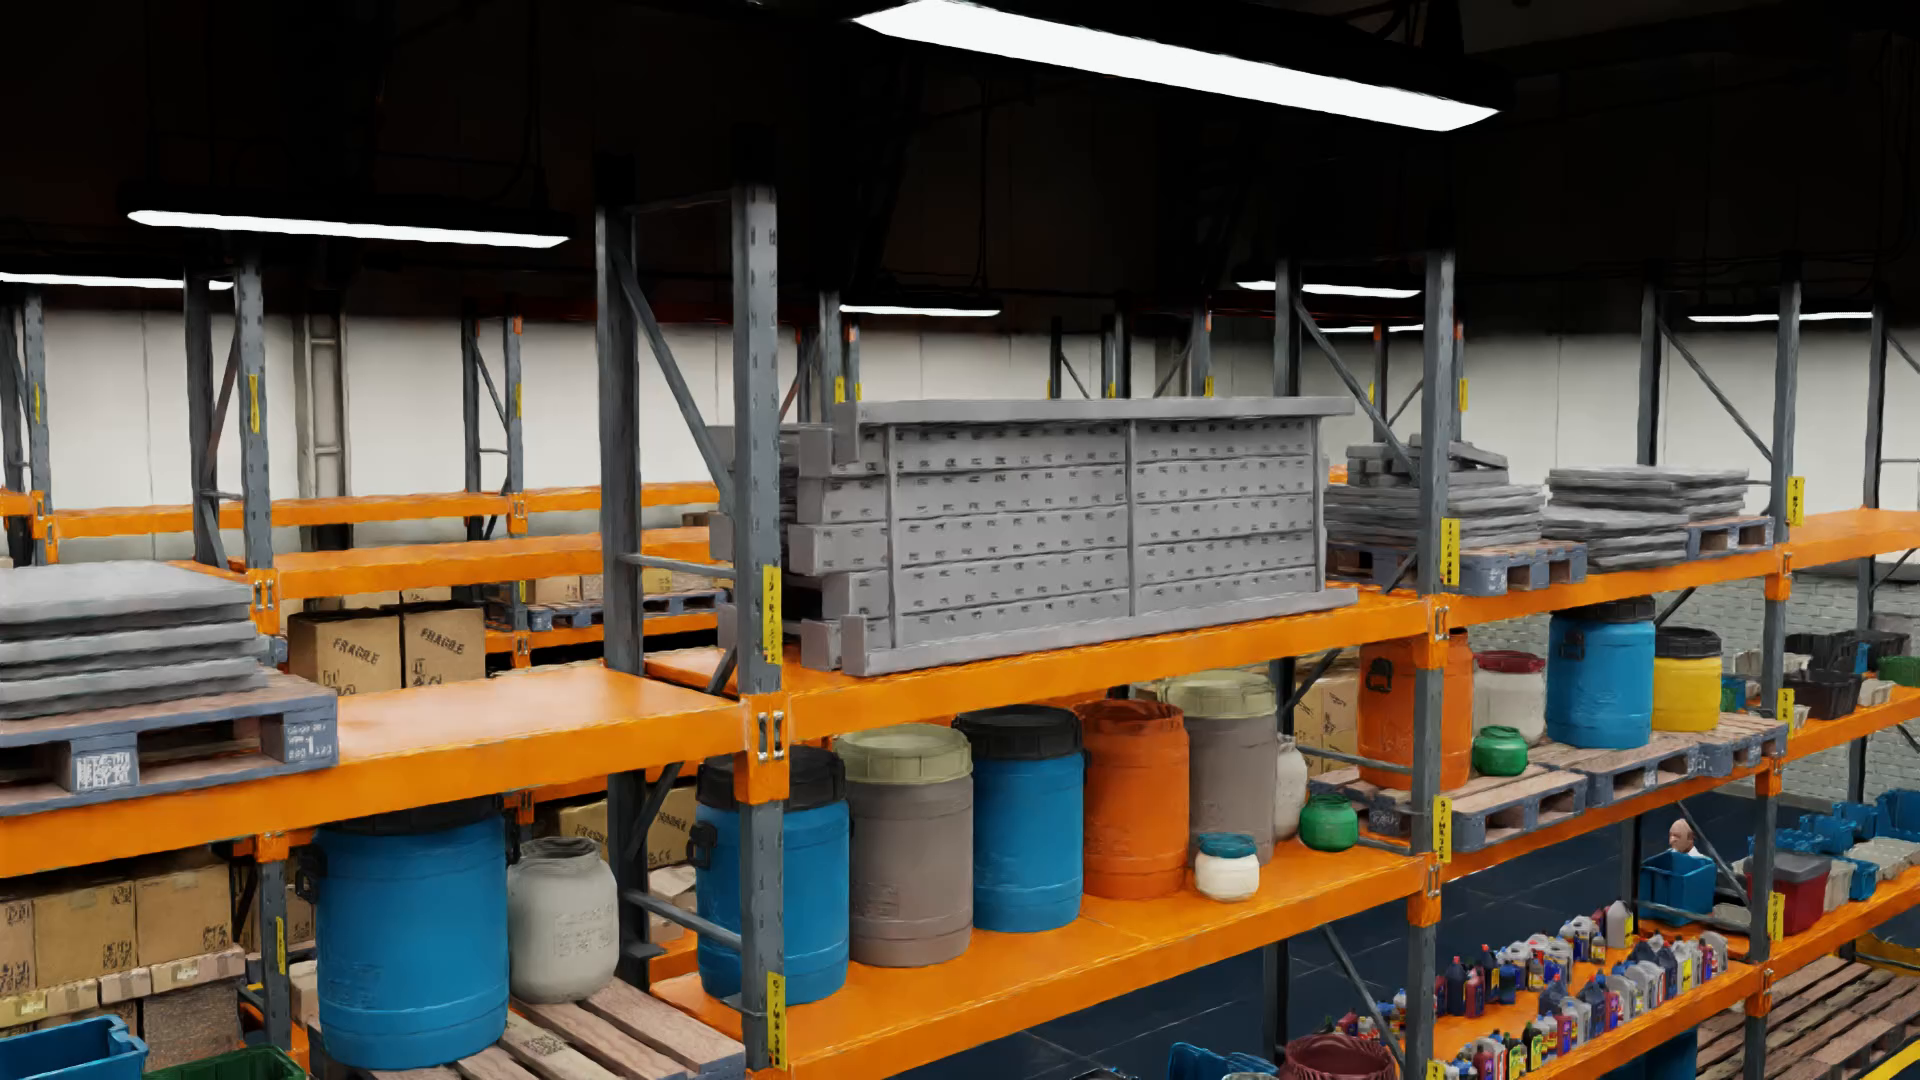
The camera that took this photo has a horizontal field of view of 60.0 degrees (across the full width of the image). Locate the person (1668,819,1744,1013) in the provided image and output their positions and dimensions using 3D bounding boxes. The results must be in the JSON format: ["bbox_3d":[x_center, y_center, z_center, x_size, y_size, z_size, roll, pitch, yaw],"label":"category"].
[{"bbox_3d":[5.771,3.064,13.202,1.053,1.729,0.633,-2,6,-20],"label":"person"}]
